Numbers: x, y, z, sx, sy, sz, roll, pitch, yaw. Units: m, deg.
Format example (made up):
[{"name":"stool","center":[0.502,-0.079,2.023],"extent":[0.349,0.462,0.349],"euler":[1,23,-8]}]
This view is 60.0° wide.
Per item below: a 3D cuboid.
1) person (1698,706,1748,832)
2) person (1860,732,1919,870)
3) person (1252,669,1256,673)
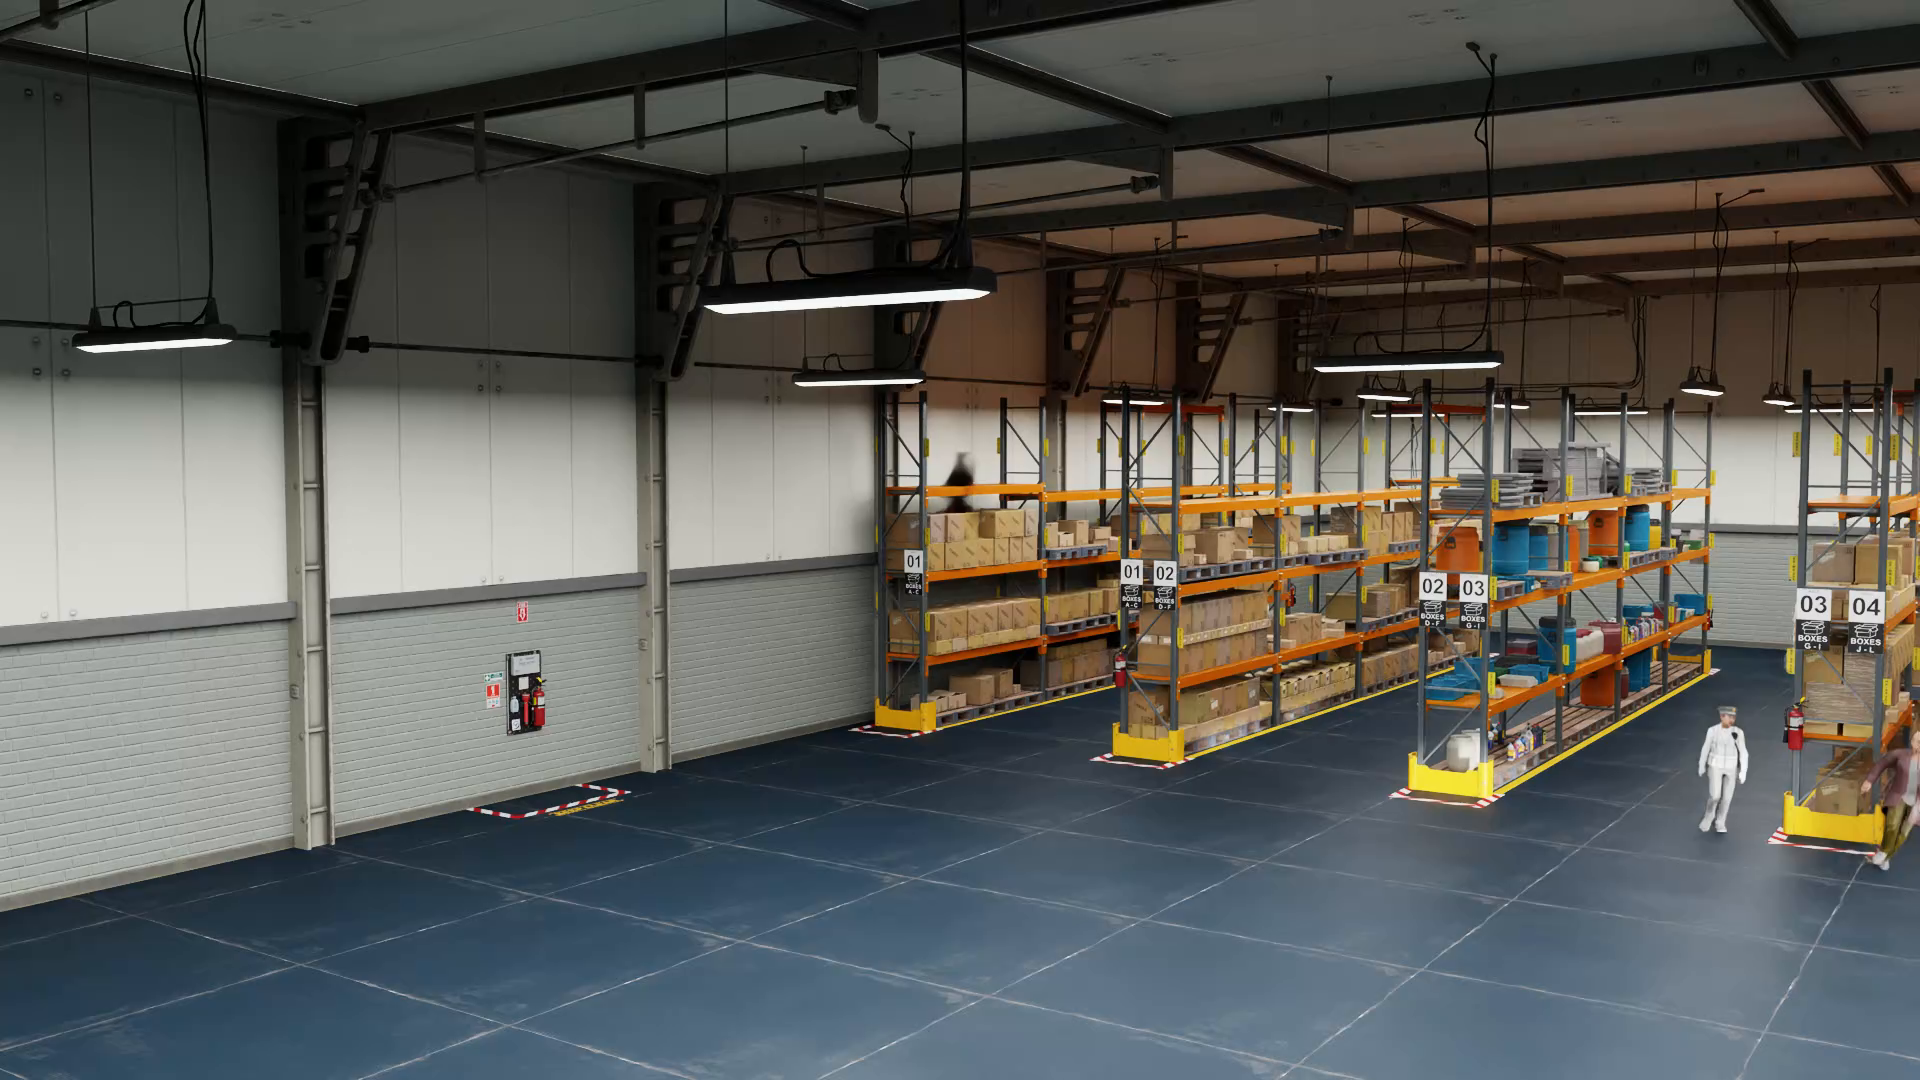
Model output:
[{"name":"person","center":[9.882,2.963,21.510],"extent":[0.544,1.660,0.449],"euler":[1,3,13]},{"name":"person","center":[11.157,3.088,19.591],"extent":[0.886,1.692,0.756],"euler":[1,3,20]},{"name":"person","center":[6.552,2.109,37.354],"extent":[0.582,1.659,0.954],"euler":[1,3,20]}]
